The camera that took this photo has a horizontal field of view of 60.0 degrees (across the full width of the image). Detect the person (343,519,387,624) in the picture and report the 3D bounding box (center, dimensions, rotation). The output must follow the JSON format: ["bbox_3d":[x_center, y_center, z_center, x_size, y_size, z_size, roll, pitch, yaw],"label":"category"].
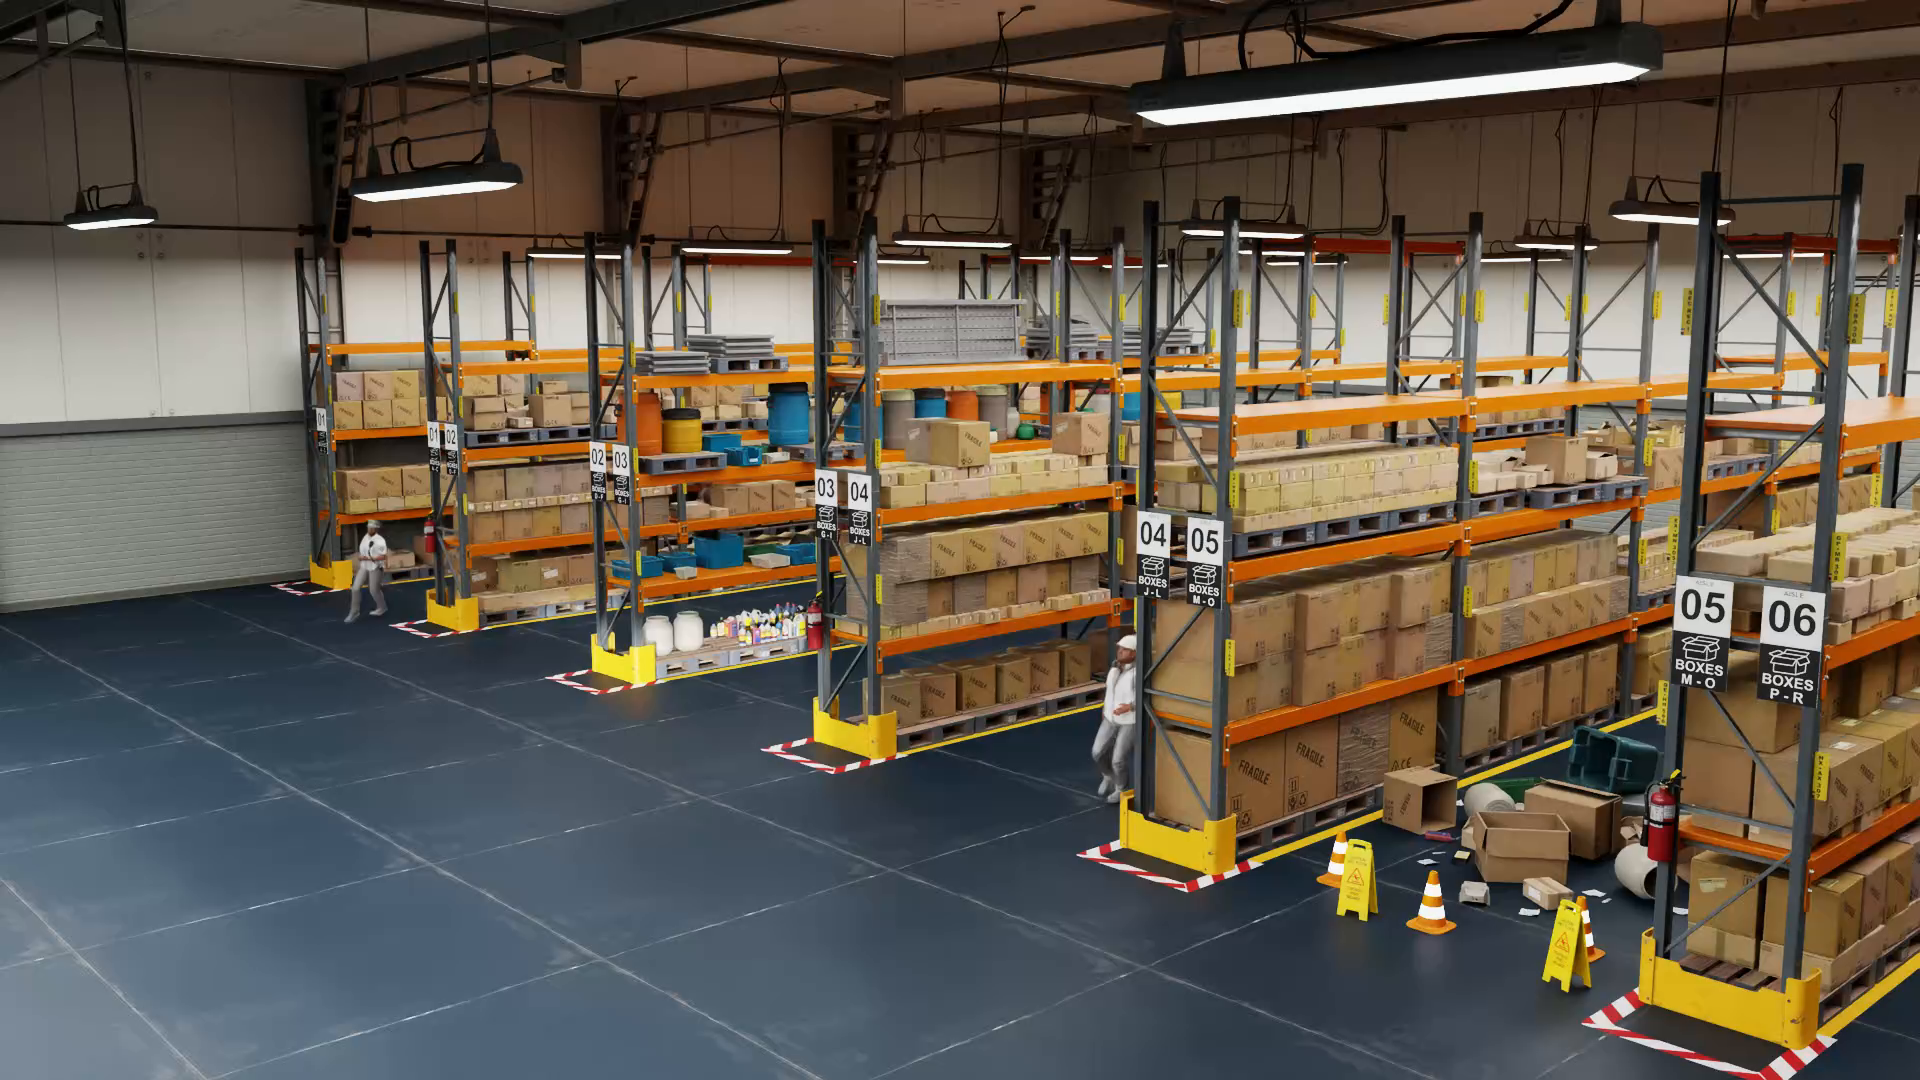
[{"bbox_3d":[-9.382,0.479,26.539,0.671,1.685,0.758,3,9,22],"label":"person"}]

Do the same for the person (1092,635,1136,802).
[{"bbox_3d":[1.647,1.839,17.019,0.655,1.732,0.572,8,12,43],"label":"person"}]

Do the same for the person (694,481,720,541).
[{"bbox_3d":[-4.847,-0.400,31.924,0.714,1.754,1.003,8,11,42],"label":"person"}]
